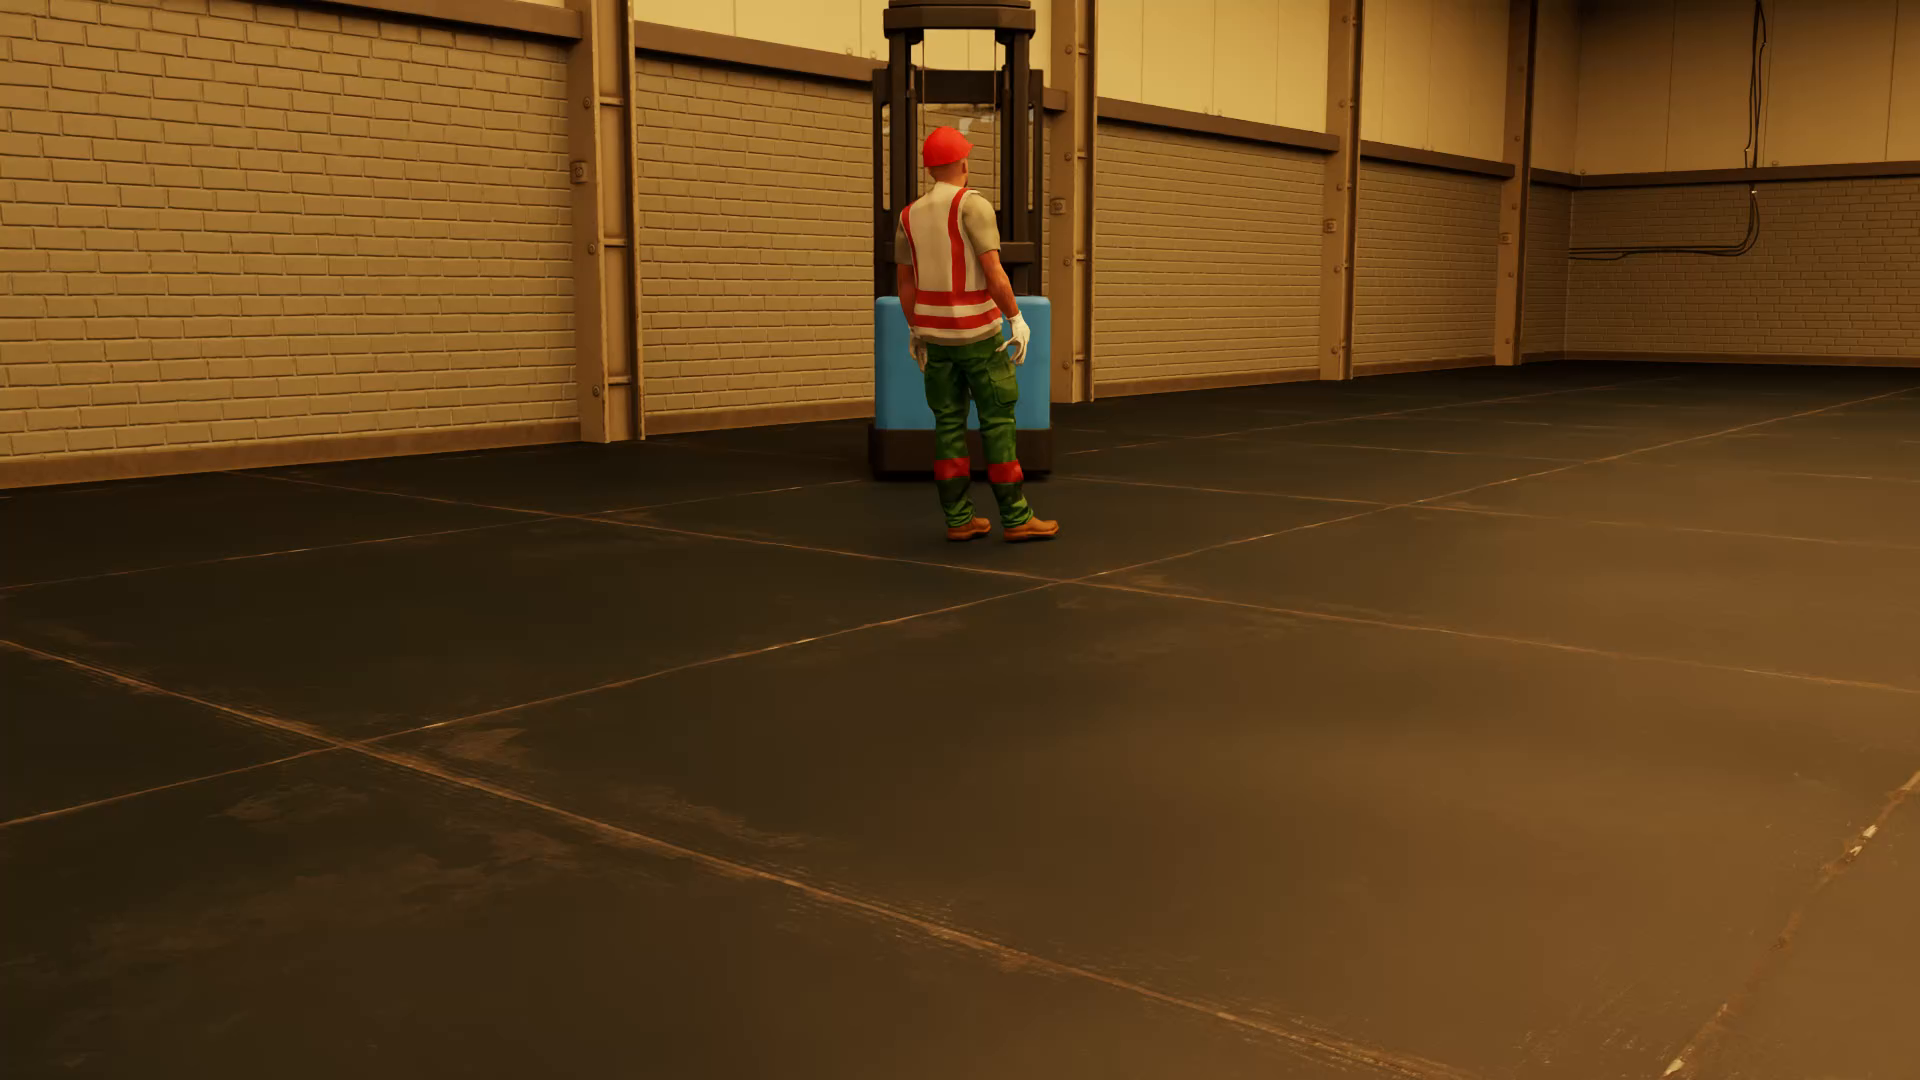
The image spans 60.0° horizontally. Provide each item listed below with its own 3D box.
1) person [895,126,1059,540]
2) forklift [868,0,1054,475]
[{"bbox_3d":[0.060,-0.901,7.329,0.637,1.790,0.562,7,11,38],"label":"person"},{"bbox_3d":[-0.020,-1.999,10.943,1.130,2.935,3.031,0,8,-1],"label":"forklift"}]
